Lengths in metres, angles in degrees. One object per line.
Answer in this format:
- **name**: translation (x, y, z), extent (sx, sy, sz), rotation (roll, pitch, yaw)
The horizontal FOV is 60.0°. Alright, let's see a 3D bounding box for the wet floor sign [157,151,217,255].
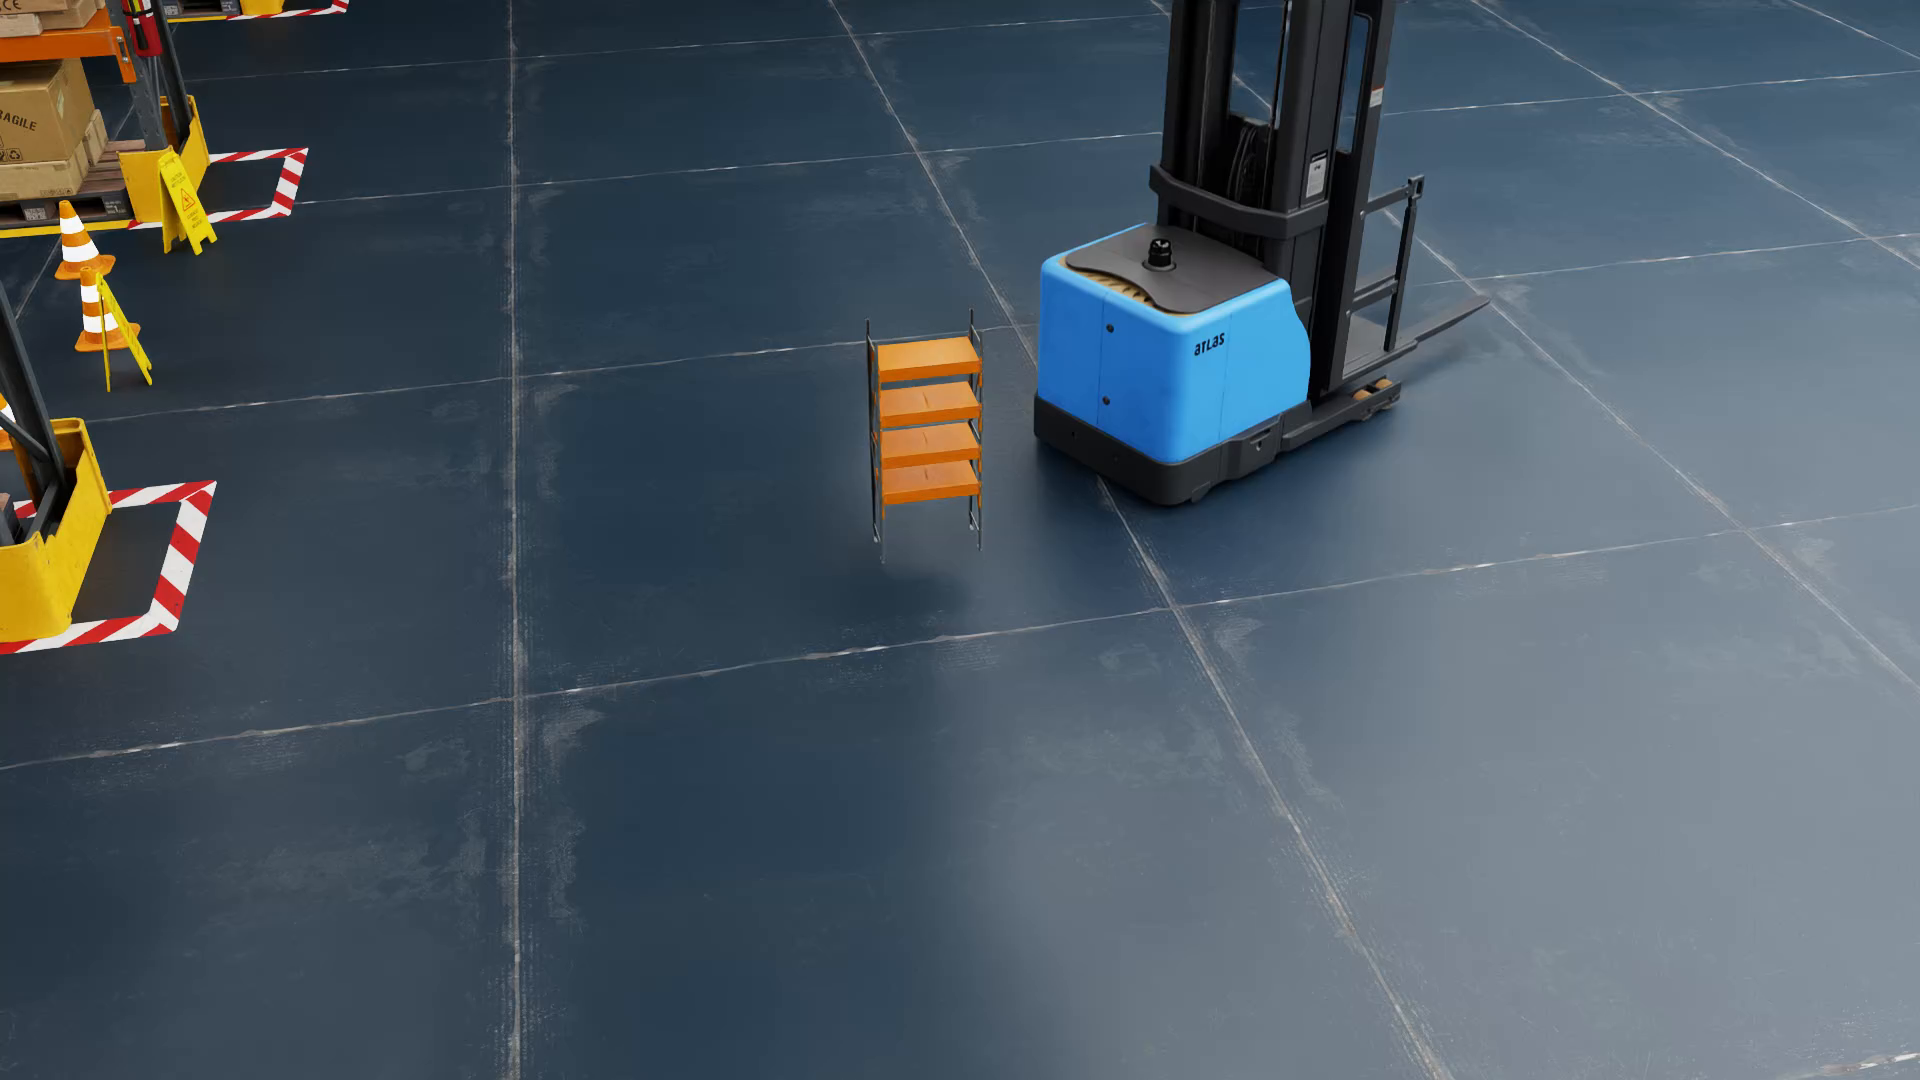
- **wet floor sign**: translation (-5.176, -2.245, 11.016), extent (0.232, 0.644, 0.267), rotation (4, 34, 6)

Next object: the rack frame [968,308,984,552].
- **rack frame**: translation (0.077, -0.508, 7.930), extent (0.015, 1.200, 0.240), rotation (-7, 35, -11)

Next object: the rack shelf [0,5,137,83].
- **rack shelf**: translation (-7.548, -3.236, 11.026), extent (4.000, 0.370, 1.077), rotation (-7, 35, -11)

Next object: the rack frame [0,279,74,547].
- **rack frame**: translation (-4.407, -1.103, 7.201), extent (0.127, 3.000, 1.000), rotation (-7, 35, -11)

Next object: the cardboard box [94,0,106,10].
- **cardboard box**: translation (-5.975, -3.747, 11.367), extent (0.250, 0.149, 0.380), rotation (-7, 35, -10)

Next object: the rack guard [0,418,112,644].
- **rack guard**: translation (-4.384, -0.068, 7.902), extent (0.348, 0.500, 1.175), rotation (-7, 35, -11)

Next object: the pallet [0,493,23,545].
- **pallet**: translation (-5.170, 0.196, 7.769), extent (1.213, 0.211, 1.003), rotation (-7, 35, -11)

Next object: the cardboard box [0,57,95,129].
- **cardboard box**: translation (-6.469, -3.173, 11.703), extent (0.500, 0.500, 0.500), rotation (-8, 35, -12)

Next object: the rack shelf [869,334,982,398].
- **rack shelf**: translation (-0.161, -0.804, 7.666), extent (0.480, 0.148, 0.258), rotation (-7, 35, -11)

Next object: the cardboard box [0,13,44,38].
- **cardboard box**: translation (-6.138, -3.423, 10.884), extent (0.250, 0.149, 0.380), rotation (-8, 35, -11)

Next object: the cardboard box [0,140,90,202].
- **cardboard box**: translation (-6.350, -2.565, 11.471), extent (0.500, 0.250, 0.500), rotation (-7, 35, -11)

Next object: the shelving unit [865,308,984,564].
- **shelving unit**: translation (-0.161, -0.478, 7.885), extent (0.503, 1.200, 0.258), rotation (-7, 35, -11)

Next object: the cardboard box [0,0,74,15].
- **cardboard box**: translation (-6.066, -3.729, 10.759), extent (0.500, 0.500, 0.500), rotation (-8, 35, -11)

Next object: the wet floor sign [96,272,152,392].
- **wet floor sign**: translation (-4.816, -1.205, 9.466), extent (0.232, 0.644, 0.267), rotation (-13, 36, -19)

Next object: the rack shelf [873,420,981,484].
- **rack shelf**: translation (-0.161, -0.422, 7.923), extent (0.480, 0.148, 0.258), rotation (-7, 35, -11)

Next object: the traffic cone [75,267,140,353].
- **traffic cone**: translation (-5.156, -1.412, 9.938), extent (0.334, 0.463, 0.336), rotation (-7, 35, -11)

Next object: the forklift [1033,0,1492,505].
- **forklift**: translation (1.842, -2.079, 8.718), extent (3.031, 2.935, 1.130), rotation (-26, 42, -33)

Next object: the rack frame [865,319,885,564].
- **rack frame**: translation (-0.399, -0.448, 7.841), extent (0.015, 1.200, 0.240), rotation (-7, 35, -11)

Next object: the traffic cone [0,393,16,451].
- **traffic cone**: translation (-5.238, -0.756, 8.961), extent (0.334, 0.463, 0.336), rotation (-7, 35, -11)

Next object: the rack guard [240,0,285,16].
- **rack guard**: translation (-6.673, -5.443, 15.912), extent (0.348, 0.500, 1.175), rotation (-7, 35, -11)

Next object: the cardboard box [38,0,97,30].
- **cardboard box**: translation (-5.915, -3.514, 11.020), extent (0.250, 0.149, 0.380), rotation (-6, 34, -9)

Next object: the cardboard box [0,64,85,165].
- **cardboard box**: translation (-6.322, -2.884, 11.274), extent (0.500, 0.500, 0.500), rotation (-7, 34, -10)

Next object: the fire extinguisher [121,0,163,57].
- **fire extinguisher**: translation (-5.384, -3.512, 10.861), extent (0.183, 0.674, 0.296), rotation (-7, 35, -11)

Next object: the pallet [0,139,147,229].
- **pallet**: translation (-6.472, -2.533, 11.835), extent (1.213, 0.211, 1.003), rotation (-7, 35, -11)

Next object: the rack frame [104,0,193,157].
- **rack frame**: translation (-5.598, -3.781, 11.192), extent (0.127, 3.000, 1.000), rotation (-7, 35, -11)

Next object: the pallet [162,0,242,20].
- **pallet**: translation (-7.433, -5.203, 15.814), extent (1.213, 0.211, 1.003), rotation (-7, 35, -11)

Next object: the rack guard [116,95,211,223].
- **rack guard**: translation (-5.672, -2.733, 11.874), extent (0.348, 0.500, 1.175), rotation (-7, 35, -11)

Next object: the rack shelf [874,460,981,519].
- **rack shelf**: translation (-0.161, -0.257, 8.033), extent (0.480, 0.148, 0.258), rotation (-7, 35, -11)

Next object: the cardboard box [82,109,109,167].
- **cardboard box**: translation (-6.446, -2.864, 11.917), extent (0.500, 0.250, 0.500), rotation (-7, 35, -11)

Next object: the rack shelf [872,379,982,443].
- **rack shelf**: translation (-0.161, -0.608, 7.798), extent (0.480, 0.148, 0.258), rotation (-7, 35, -11)

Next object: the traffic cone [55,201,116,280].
- **traffic cone**: translation (-5.733, -1.973, 10.775), extent (0.334, 0.463, 0.336), rotation (-7, 35, -11)
